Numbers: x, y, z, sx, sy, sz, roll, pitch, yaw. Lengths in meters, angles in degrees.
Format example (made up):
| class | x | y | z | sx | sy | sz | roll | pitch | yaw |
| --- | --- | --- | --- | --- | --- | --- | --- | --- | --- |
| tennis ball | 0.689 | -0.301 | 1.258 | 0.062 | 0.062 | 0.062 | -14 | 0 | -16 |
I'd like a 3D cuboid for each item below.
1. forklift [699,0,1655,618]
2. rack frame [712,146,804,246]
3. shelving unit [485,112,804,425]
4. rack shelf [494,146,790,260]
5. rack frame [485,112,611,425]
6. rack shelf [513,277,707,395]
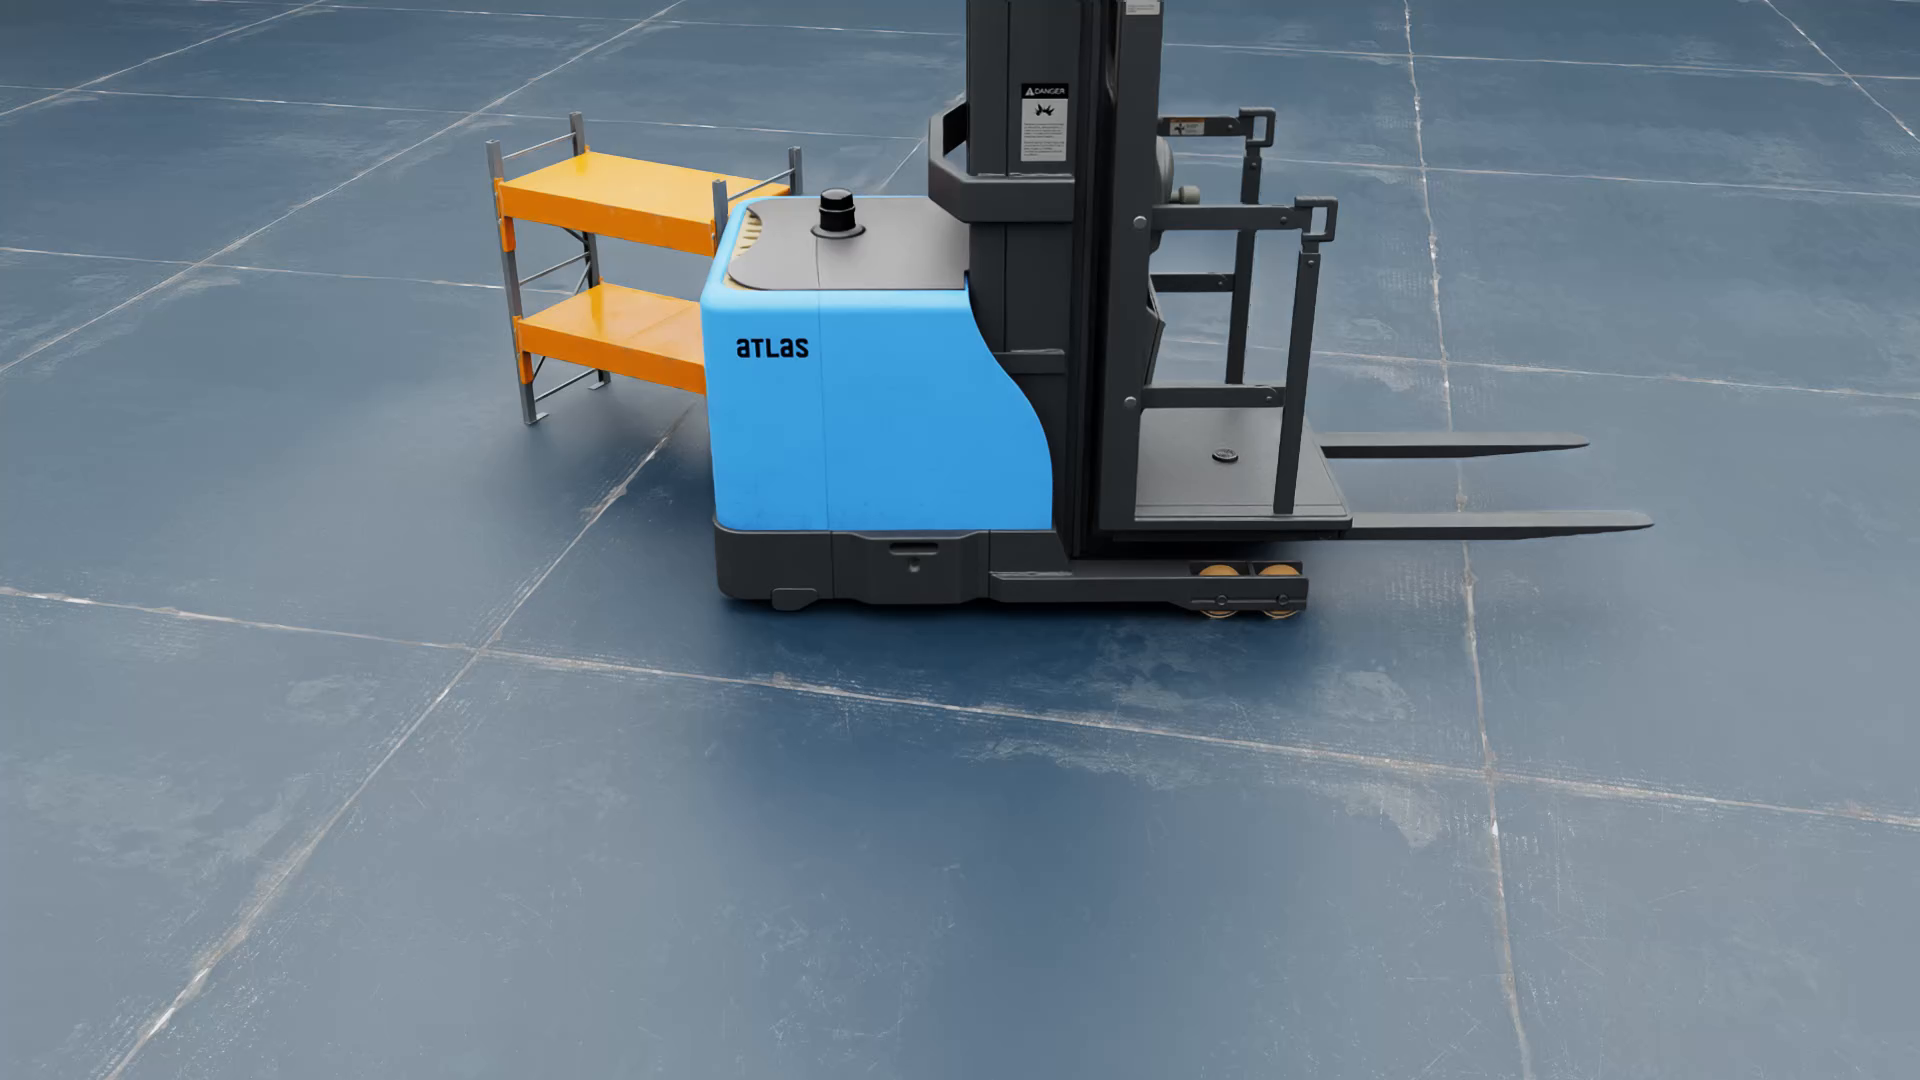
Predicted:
| class | x | y | z | sx | sy | sz | roll | pitch | yaw |
| --- | --- | --- | --- | --- | --- | --- | --- | --- | --- |
| forklift | 0.732 | -1.293 | 5.060 | 3.031 | 2.935 | 1.130 | 0 | 29 | -1 |
| rack frame | -0.706 | -0.820 | 6.076 | 0.032 | 1.125 | 0.500 | 15 | 32 | 25 |
| shelving unit | -1.150 | -0.938 | 6.293 | 1.048 | 1.125 | 0.538 | 15 | 32 | 25 |
| rack shelf | -1.150 | -1.195 | 6.152 | 1.000 | 0.278 | 0.538 | 15 | 32 | 25 |
| rack frame | -1.595 | -1.057 | 6.509 | 0.032 | 1.125 | 0.500 | 15 | 32 | 25 |
| rack shelf | -1.150 | -0.724 | 6.410 | 1.000 | 0.278 | 0.538 | 15 | 32 | 25 |
